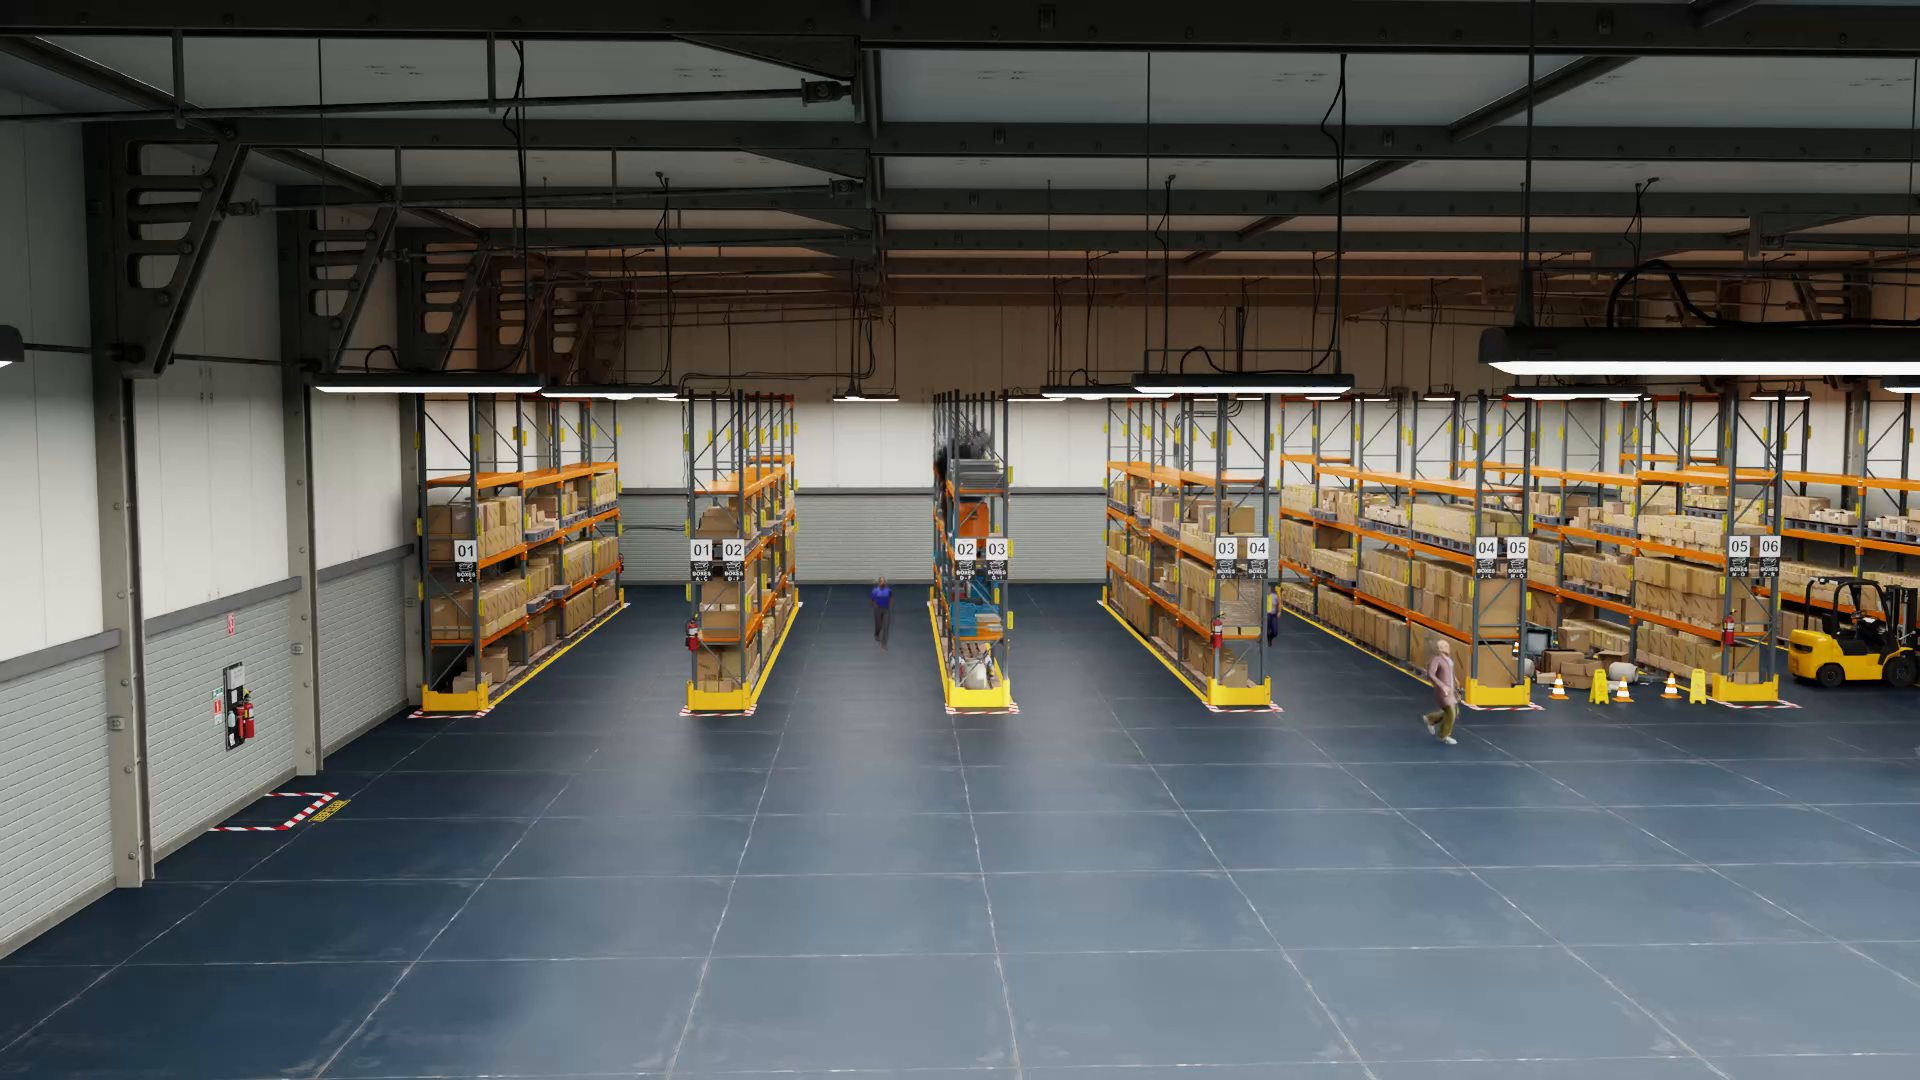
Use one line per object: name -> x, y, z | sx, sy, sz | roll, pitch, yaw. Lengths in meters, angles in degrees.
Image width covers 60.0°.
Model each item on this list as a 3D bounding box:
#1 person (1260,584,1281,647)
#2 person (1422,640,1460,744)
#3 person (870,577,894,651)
person -> 7.109, 1.814, 38.236 | 0.631, 1.605, 0.605 | 0, 5, -3
person -> 8.157, 2.561, 28.215 | 0.639, 1.750, 0.707 | 4, 6, 41
person -> -1.763, 1.649, 37.688 | 0.579, 1.649, 0.851 | -1, 5, -13
